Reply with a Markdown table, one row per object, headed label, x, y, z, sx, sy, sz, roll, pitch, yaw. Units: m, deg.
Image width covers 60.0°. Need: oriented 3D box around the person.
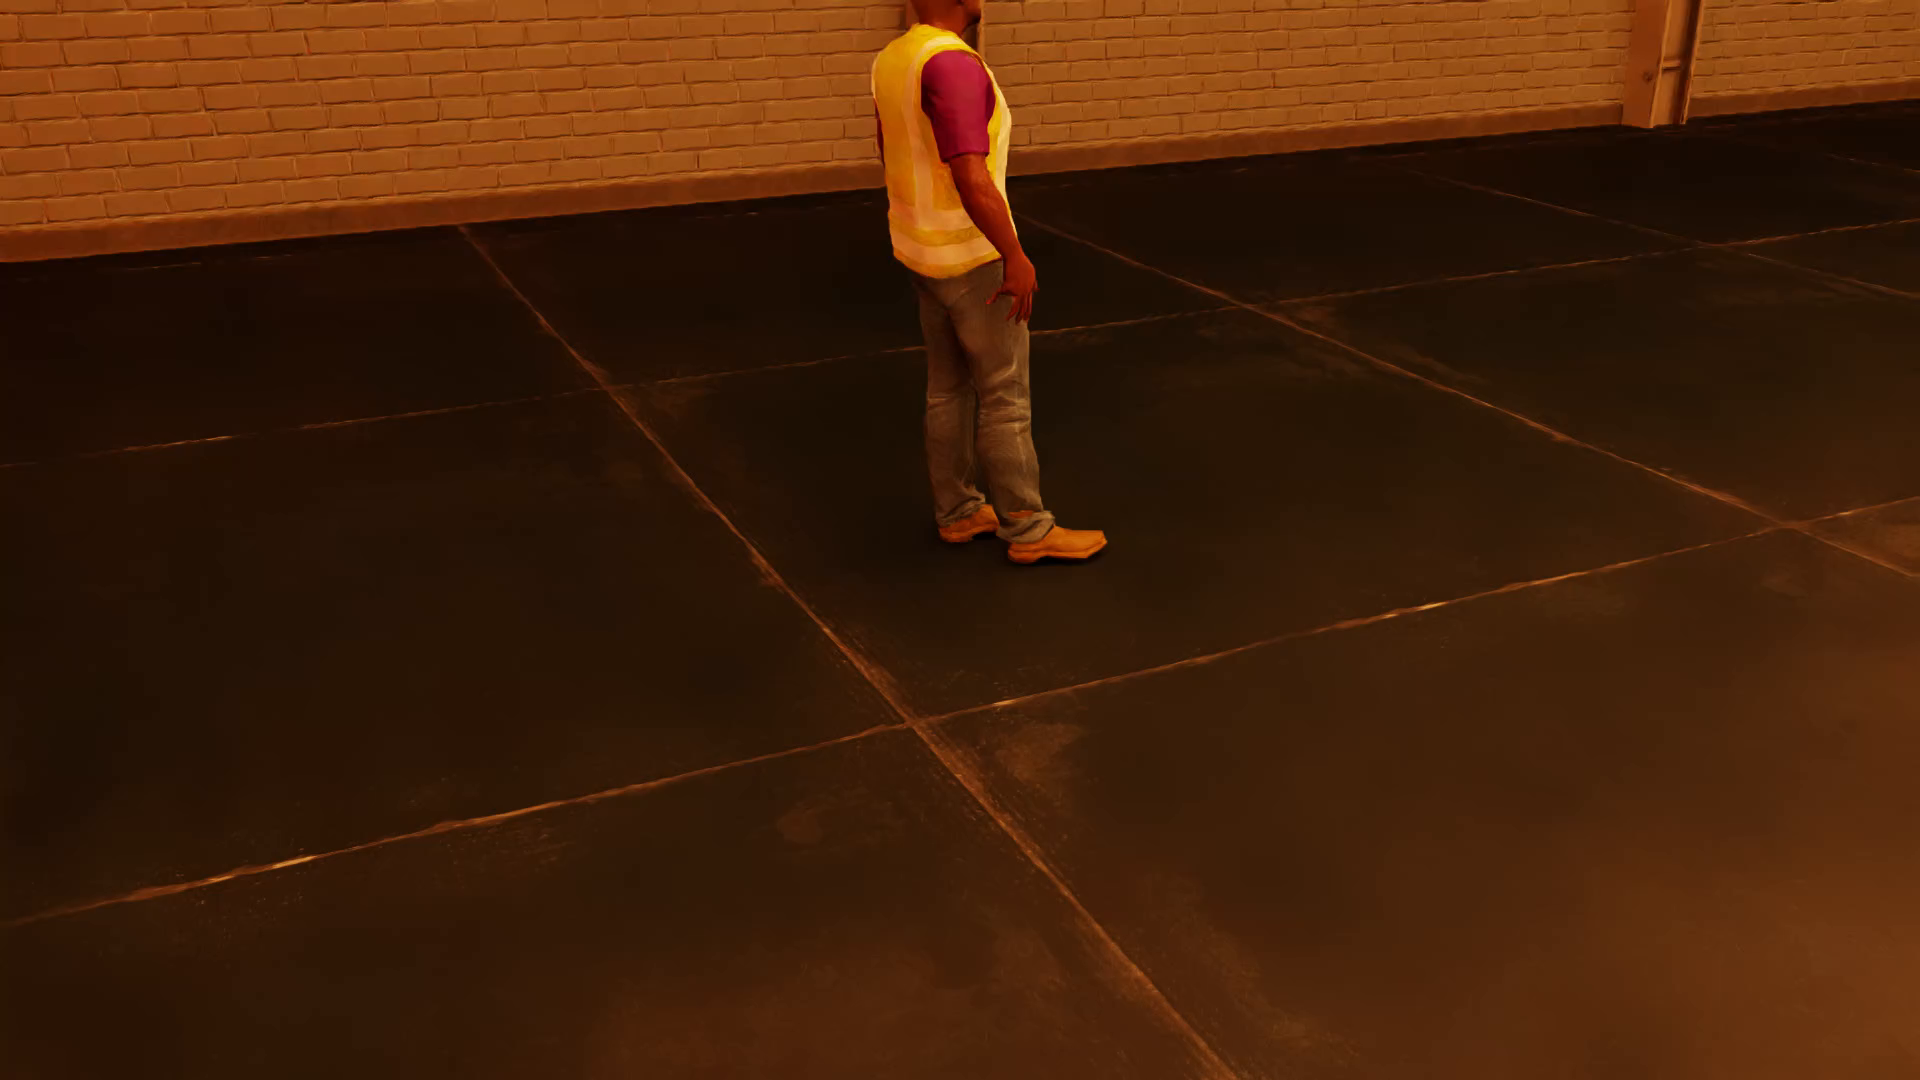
| label | x | y | z | sx | sy | sz | roll | pitch | yaw |
| --- | --- | --- | --- | --- | --- | --- | --- | --- | --- |
| person | 0.065 | -0.831 | 4.788 | 0.576 | 1.766 | 0.665 | -10 | 25 | -23 |
